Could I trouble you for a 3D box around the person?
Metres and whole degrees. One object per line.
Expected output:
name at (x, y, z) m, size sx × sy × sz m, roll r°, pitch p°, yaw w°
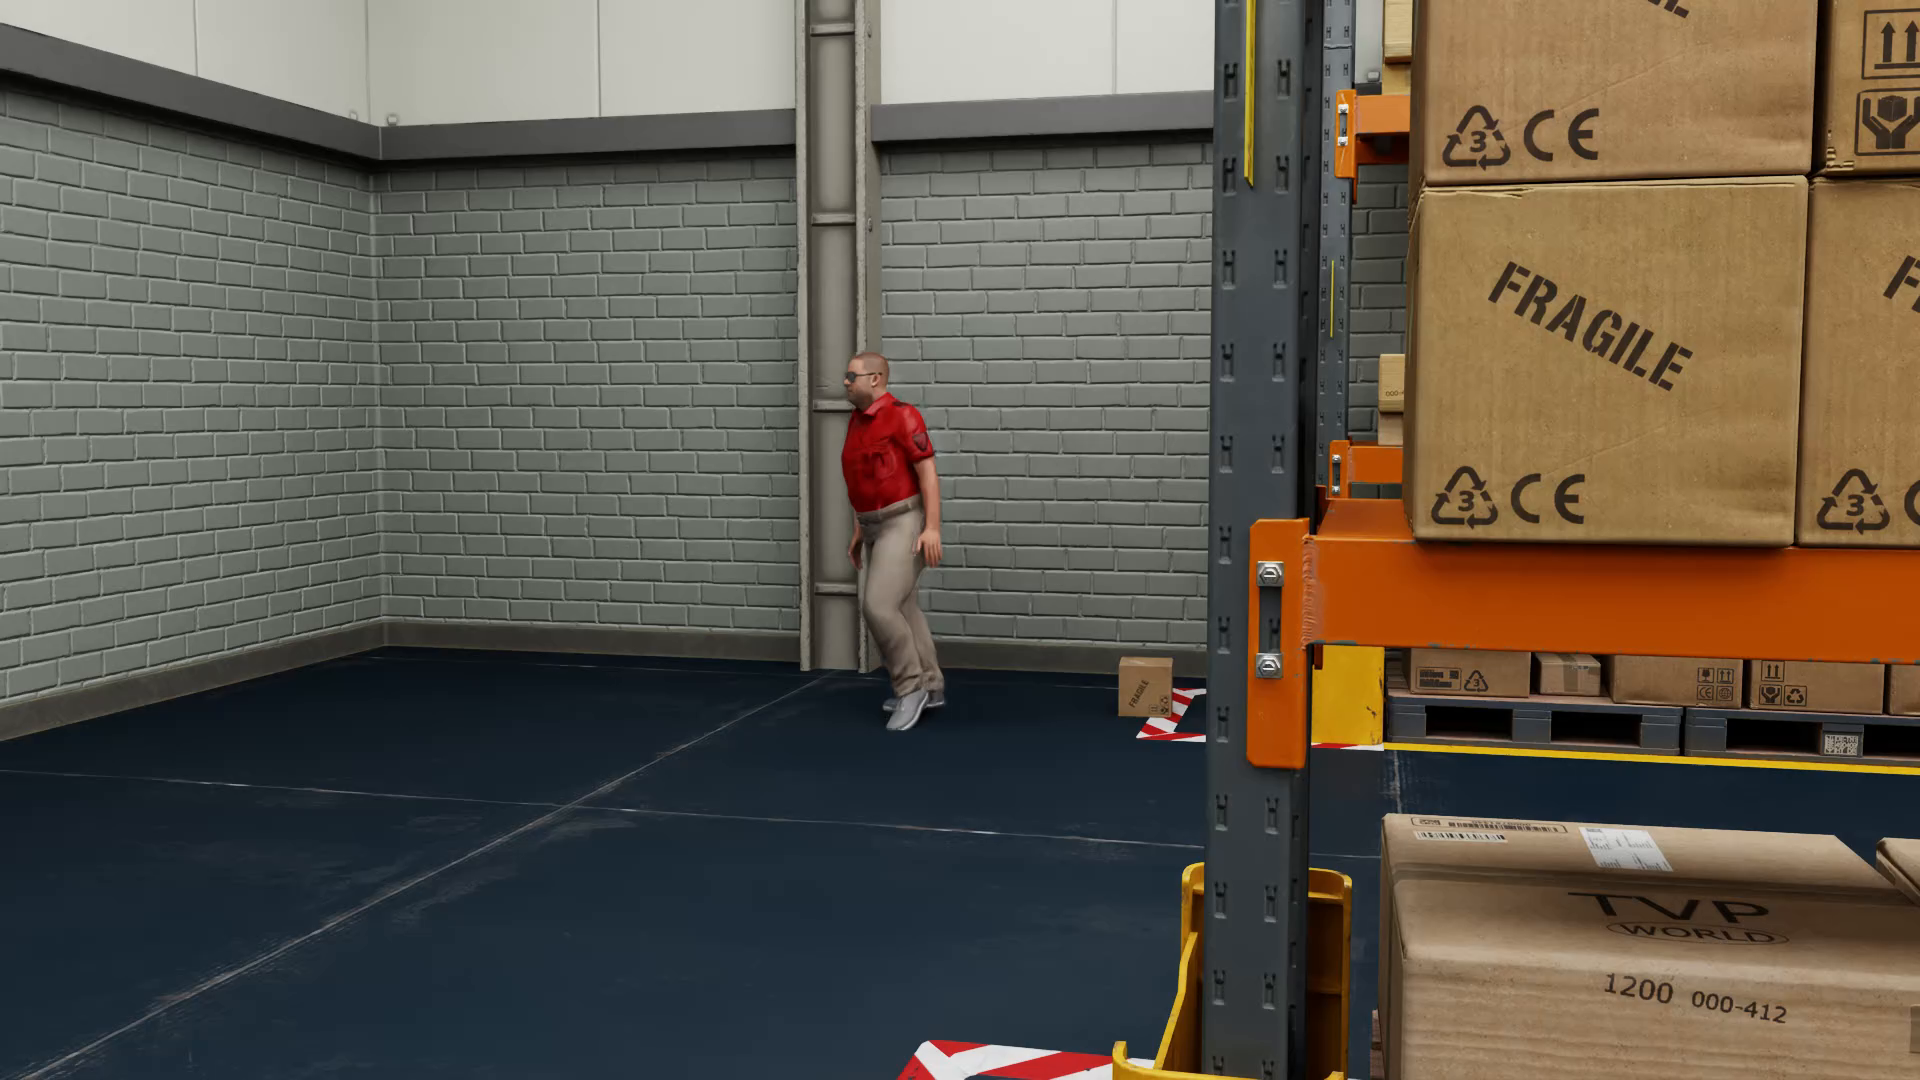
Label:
person at (-0.291, 0.000, 7.797) m, size 0.515 × 1.753 × 0.600 m, roll -3°, pitch 6°, yaw -30°
